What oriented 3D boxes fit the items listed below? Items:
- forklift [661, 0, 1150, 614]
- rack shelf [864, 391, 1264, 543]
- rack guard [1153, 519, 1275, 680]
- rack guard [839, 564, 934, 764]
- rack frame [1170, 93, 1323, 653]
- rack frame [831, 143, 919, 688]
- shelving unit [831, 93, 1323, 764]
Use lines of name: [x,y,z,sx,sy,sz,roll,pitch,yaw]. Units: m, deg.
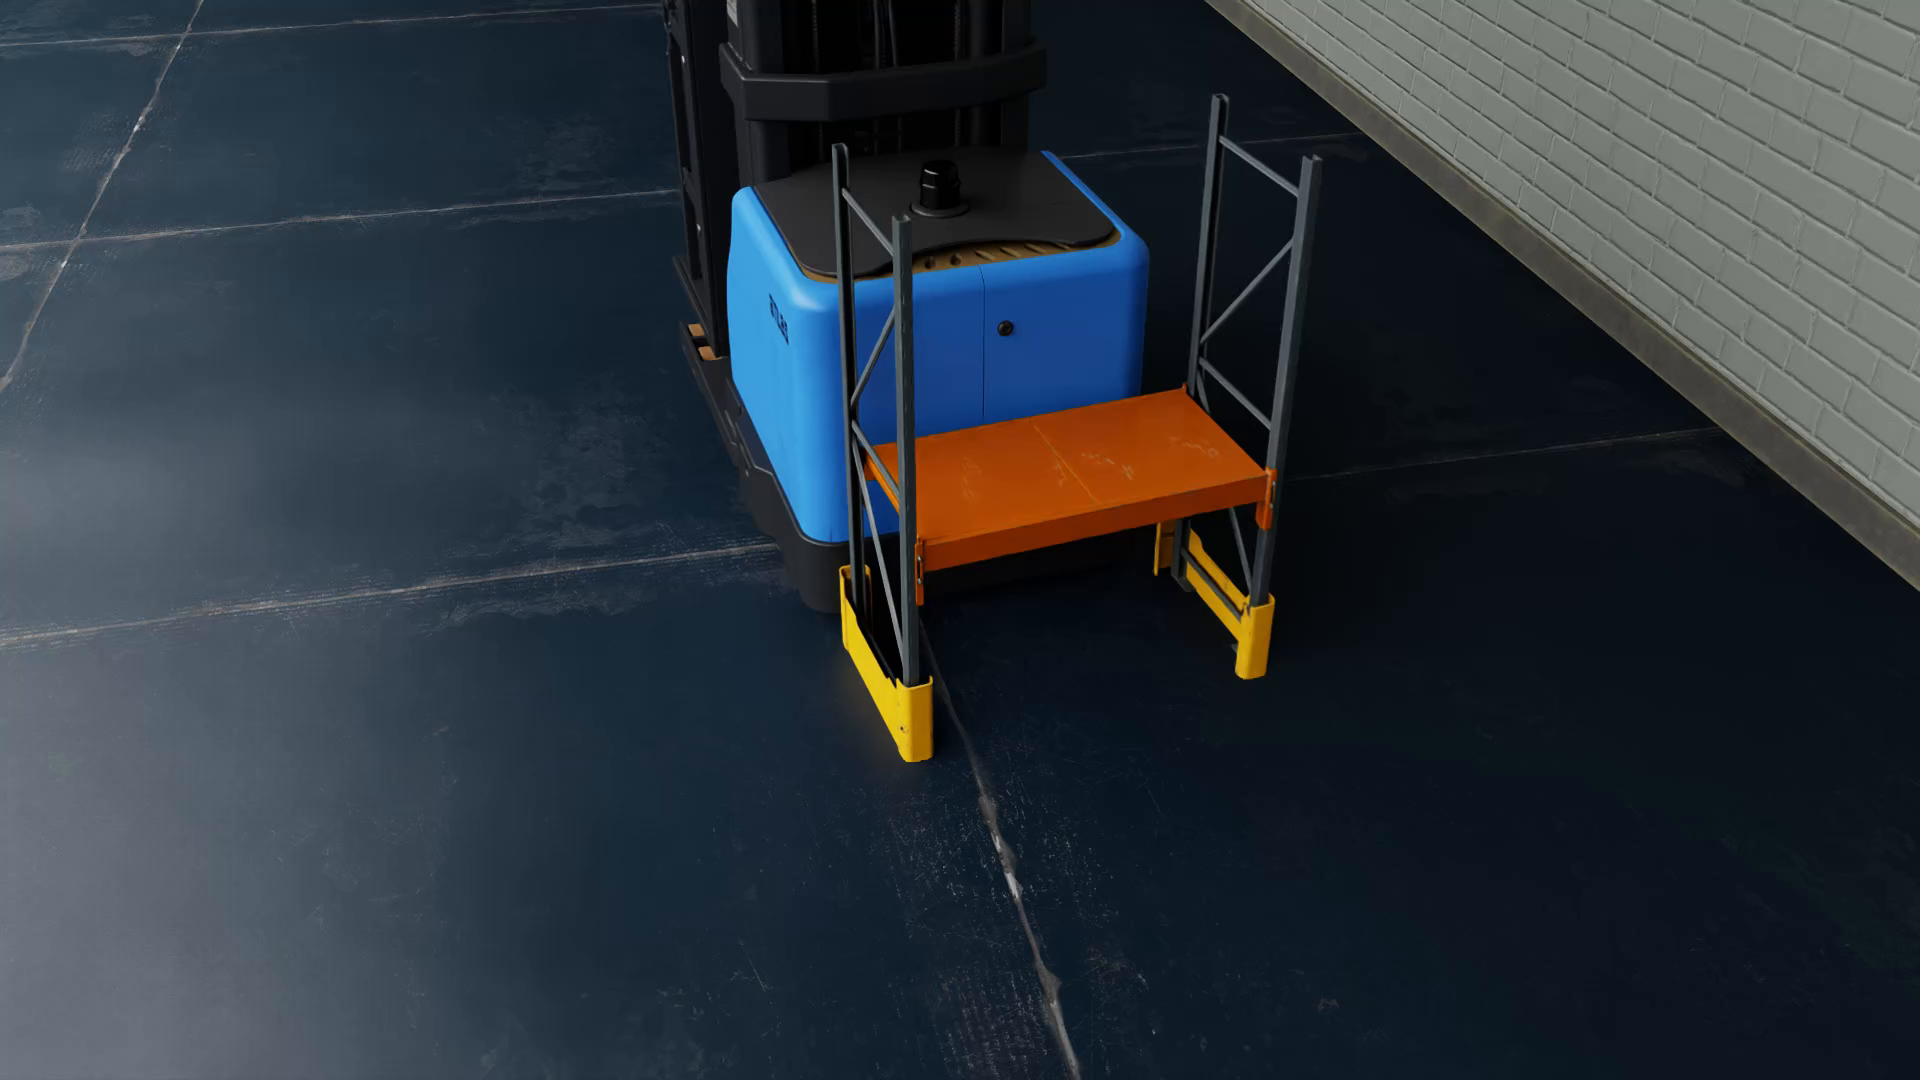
forklift: [-15.728,-2.418,6.222,29.544,2.935,14.703,-10,35,-15]
rack shelf: [0.271,-0.198,4.402,0.952,0.026,0.459,-12,36,-17]
rack guard: [0.729,0.132,4.829,0.087,0.250,0.587,-12,36,-17]
rack guard: [-0.204,0.326,4.540,0.087,0.250,0.587,-12,36,-17]
rack frame: [0.747,-0.391,4.487,0.032,1.500,0.500,-12,36,-17]
rack frame: [-0.205,-0.193,4.191,0.032,1.500,0.500,-12,36,-17]
shelving unit: [0.262,-0.290,4.336,1.083,1.500,0.587,-12,36,-17]
